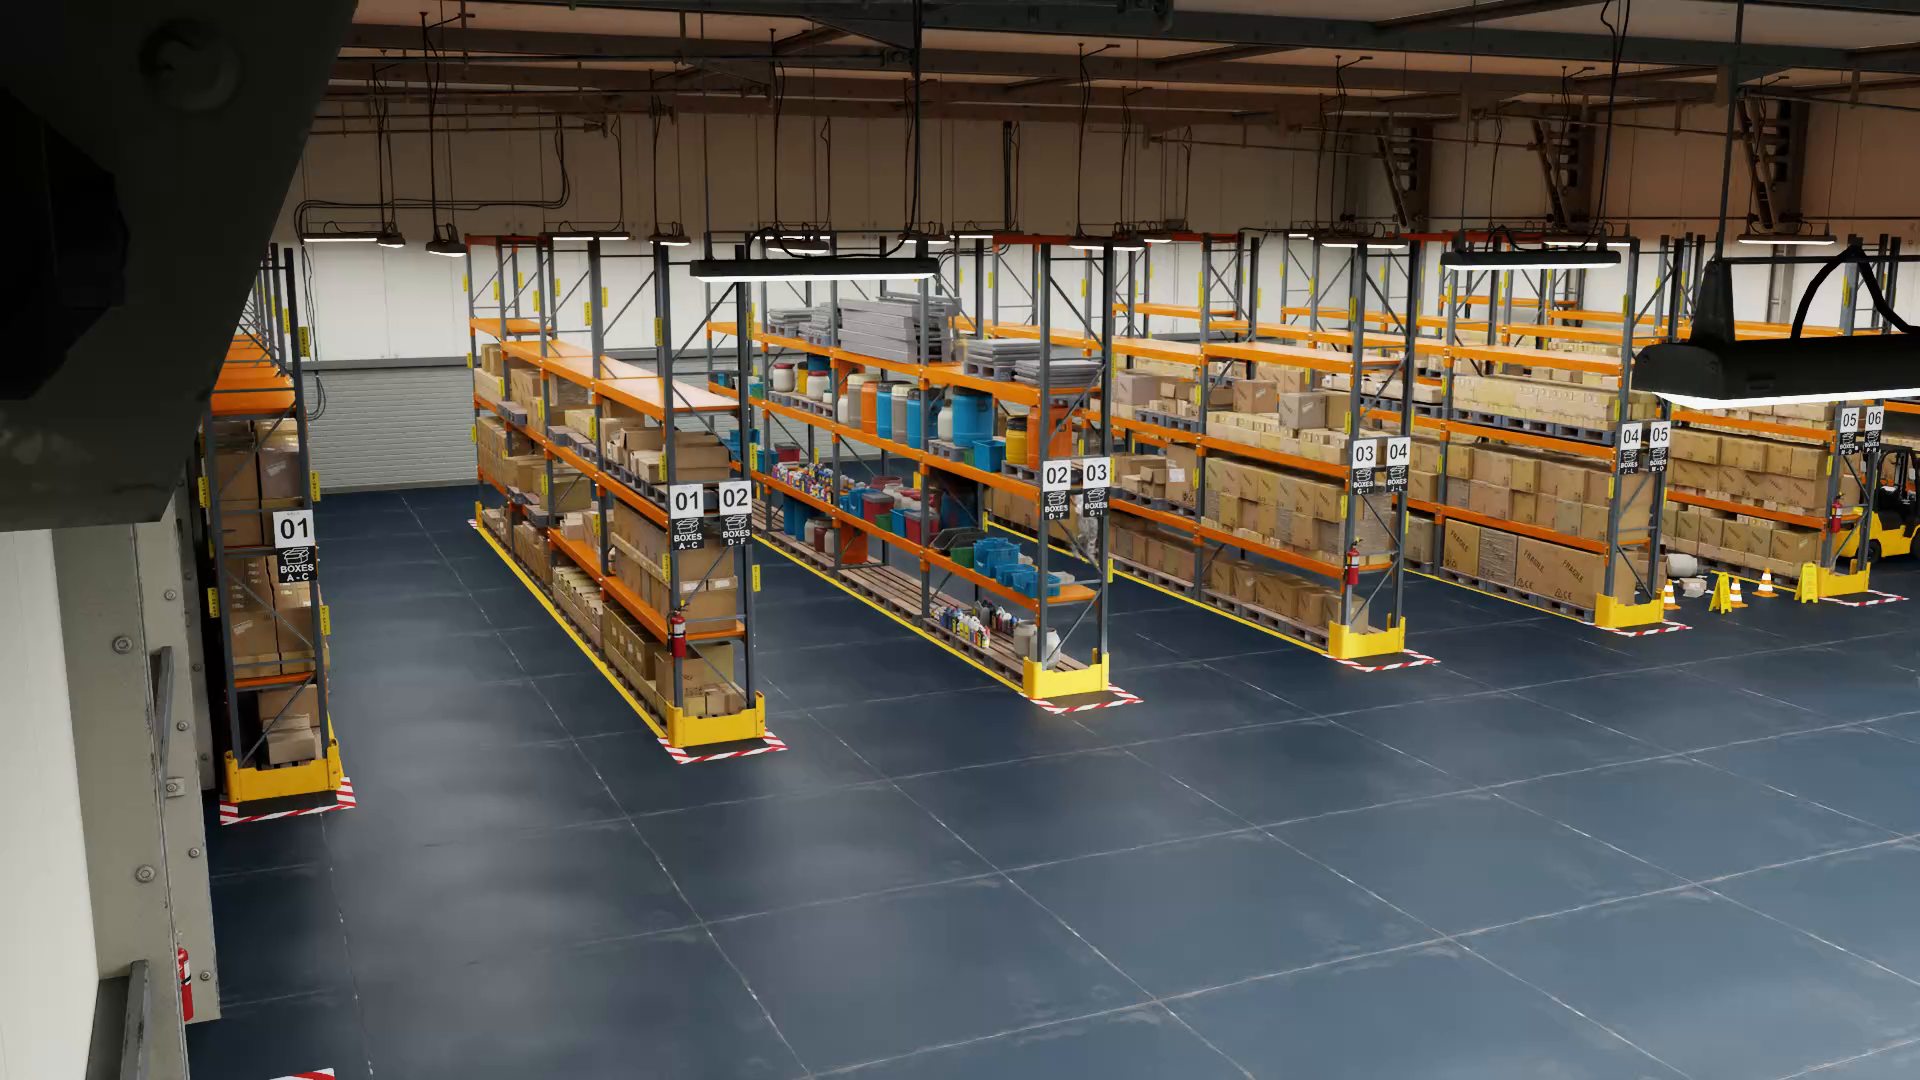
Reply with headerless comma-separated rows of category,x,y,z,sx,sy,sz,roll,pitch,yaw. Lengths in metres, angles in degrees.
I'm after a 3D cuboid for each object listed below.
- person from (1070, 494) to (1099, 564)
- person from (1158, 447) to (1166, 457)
person,2.253,-0.477,29.443,0.700,1.768,0.724,-7,13,-33
person,5.155,-2.447,41.413,0.628,1.704,0.691,-10,15,-41
